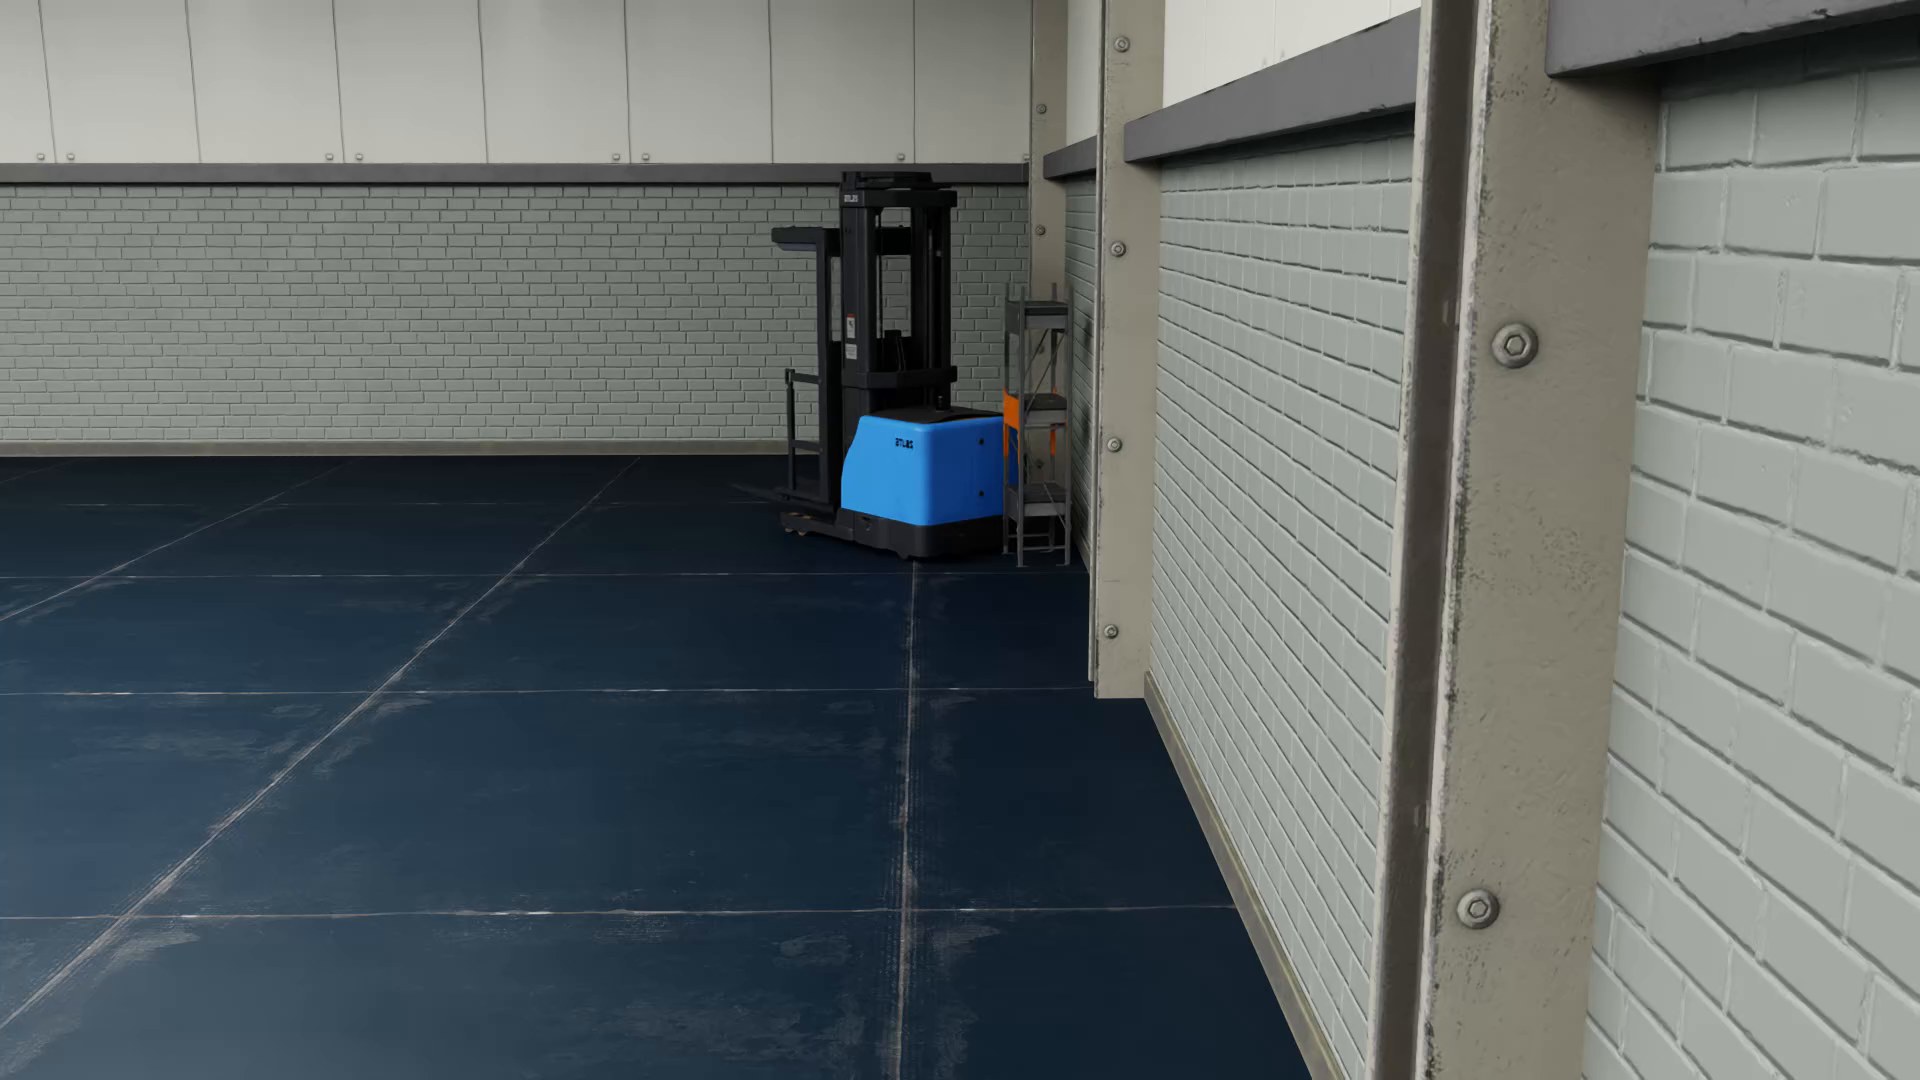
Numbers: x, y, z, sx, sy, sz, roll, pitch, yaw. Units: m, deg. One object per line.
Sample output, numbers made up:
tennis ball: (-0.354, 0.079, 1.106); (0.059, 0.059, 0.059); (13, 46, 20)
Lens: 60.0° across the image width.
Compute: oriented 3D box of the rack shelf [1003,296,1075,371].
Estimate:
rack shelf: (0.585, -1.547, 12.453); (0.431, 0.518, 0.480); (-2, 12, -11)

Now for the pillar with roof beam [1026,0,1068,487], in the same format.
pillar with roof beam: (-3.527, -4.747, 14.325); (9.100, 9.000, 0.400); (0, 11, -1)

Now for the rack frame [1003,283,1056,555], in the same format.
rack frame: (0.536, -0.922, 12.824); (0.400, 2.100, 0.015); (-2, 12, -11)

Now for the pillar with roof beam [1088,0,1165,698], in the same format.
pillar with roof beam: (-3.403, -3.554, 8.446); (9.100, 9.000, 0.400); (0, 11, -1)

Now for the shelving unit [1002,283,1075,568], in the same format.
shelving unit: (0.585, -0.875, 12.590); (0.431, 2.100, 0.503); (-2, 12, -11)

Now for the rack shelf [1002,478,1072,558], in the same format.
rack shelf: (0.585, -0.175, 12.731); (0.431, 0.518, 0.480); (-2, 12, -11)

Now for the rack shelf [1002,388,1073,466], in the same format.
rack shelf: (0.585, -0.861, 12.592); (0.431, 0.518, 0.480); (-2, 12, -11)

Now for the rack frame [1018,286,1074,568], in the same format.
rack frame: (0.634, -0.827, 12.355); (0.400, 2.100, 0.015); (-2, 12, -11)

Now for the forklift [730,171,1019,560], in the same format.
forklift: (-0.841, -1.525, 13.703); (1.130, 2.935, 3.031); (-9, 15, -39)
